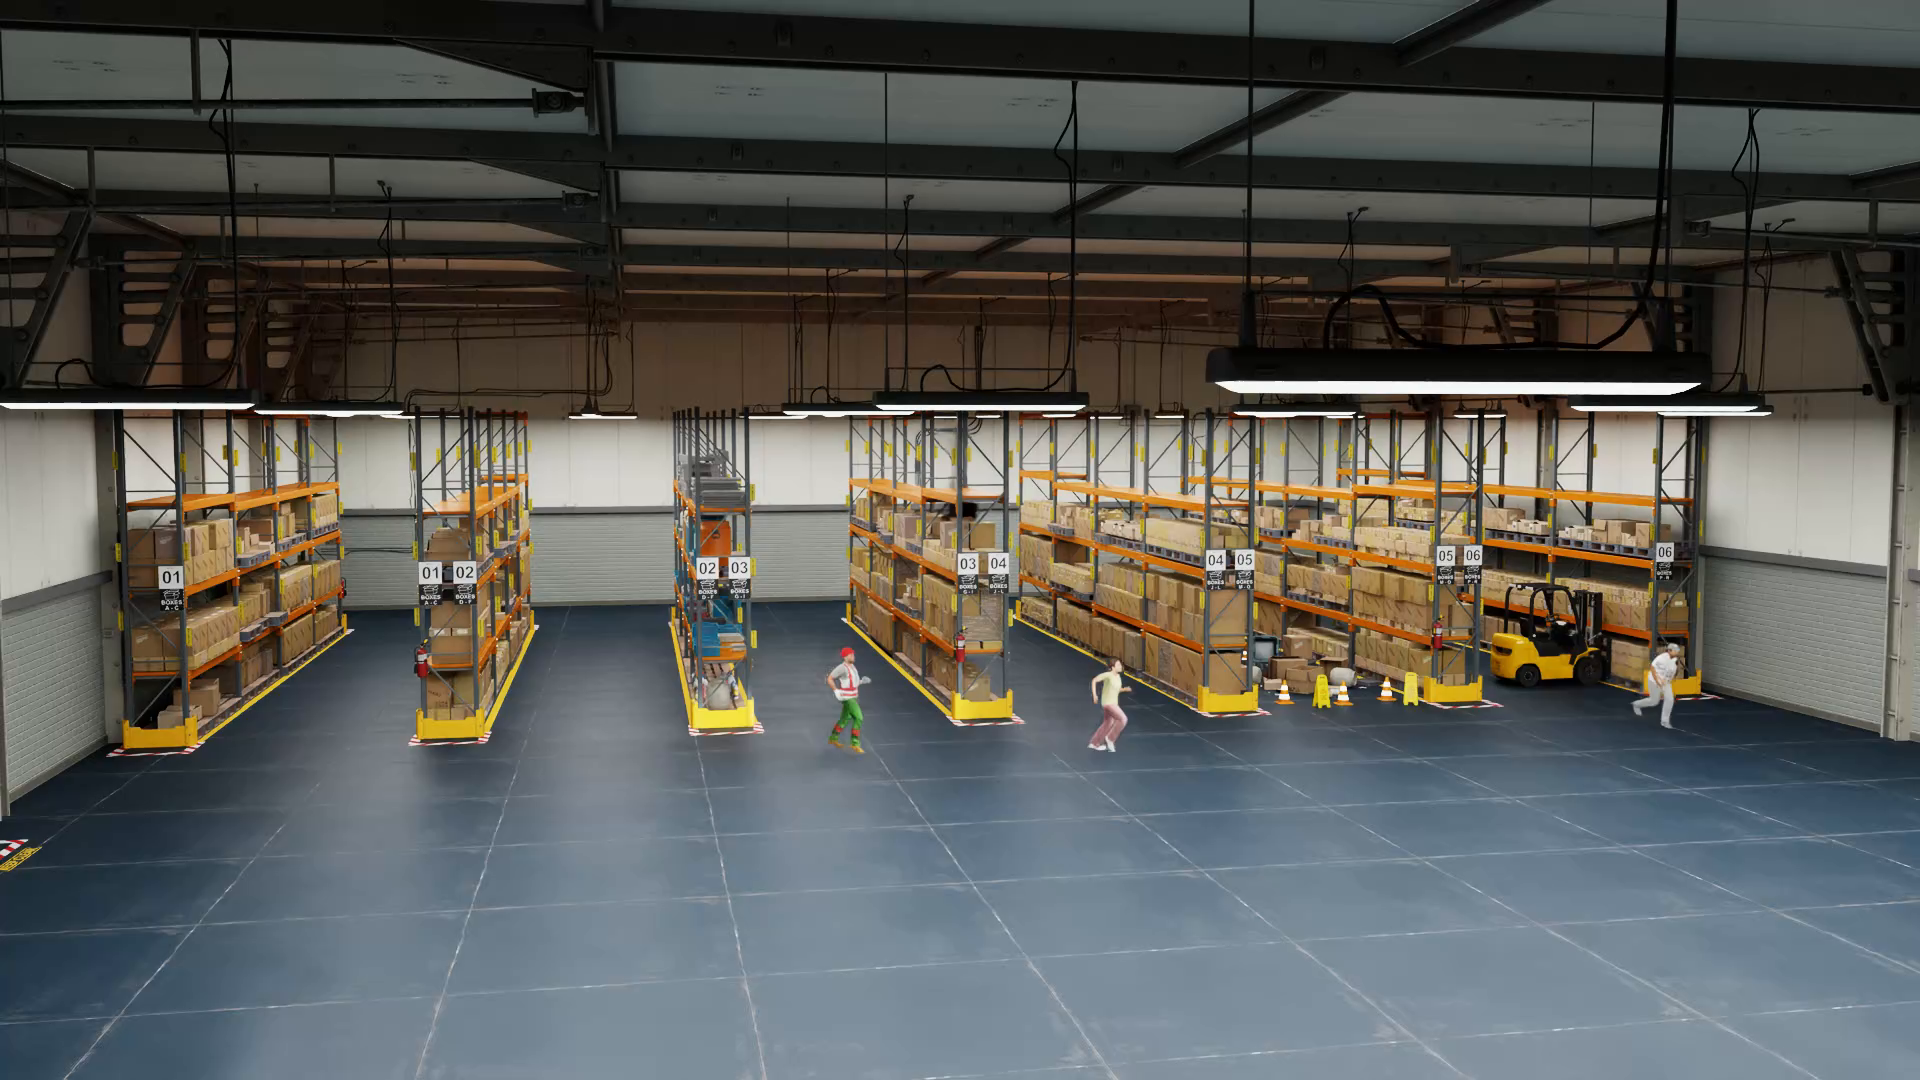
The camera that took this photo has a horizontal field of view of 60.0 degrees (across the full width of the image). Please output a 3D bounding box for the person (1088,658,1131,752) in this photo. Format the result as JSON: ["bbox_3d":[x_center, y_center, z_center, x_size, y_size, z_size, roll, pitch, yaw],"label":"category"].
[{"bbox_3d":[2.582,2.844,28.663,0.756,1.618,0.609,2,5,29],"label":"person"}]

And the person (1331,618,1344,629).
[{"bbox_3d":[10.304,1.589,45.942,0.723,1.716,0.751,-2,4,-24],"label":"person"}]

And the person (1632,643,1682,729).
[{"bbox_3d":[13.174,2.723,31.393,0.615,1.624,0.964,-3,5,-35],"label":"person"}]

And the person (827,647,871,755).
[{"bbox_3d":[-1.936,2.779,28.775,0.794,1.849,0.654,1,4,14],"label":"person"}]
